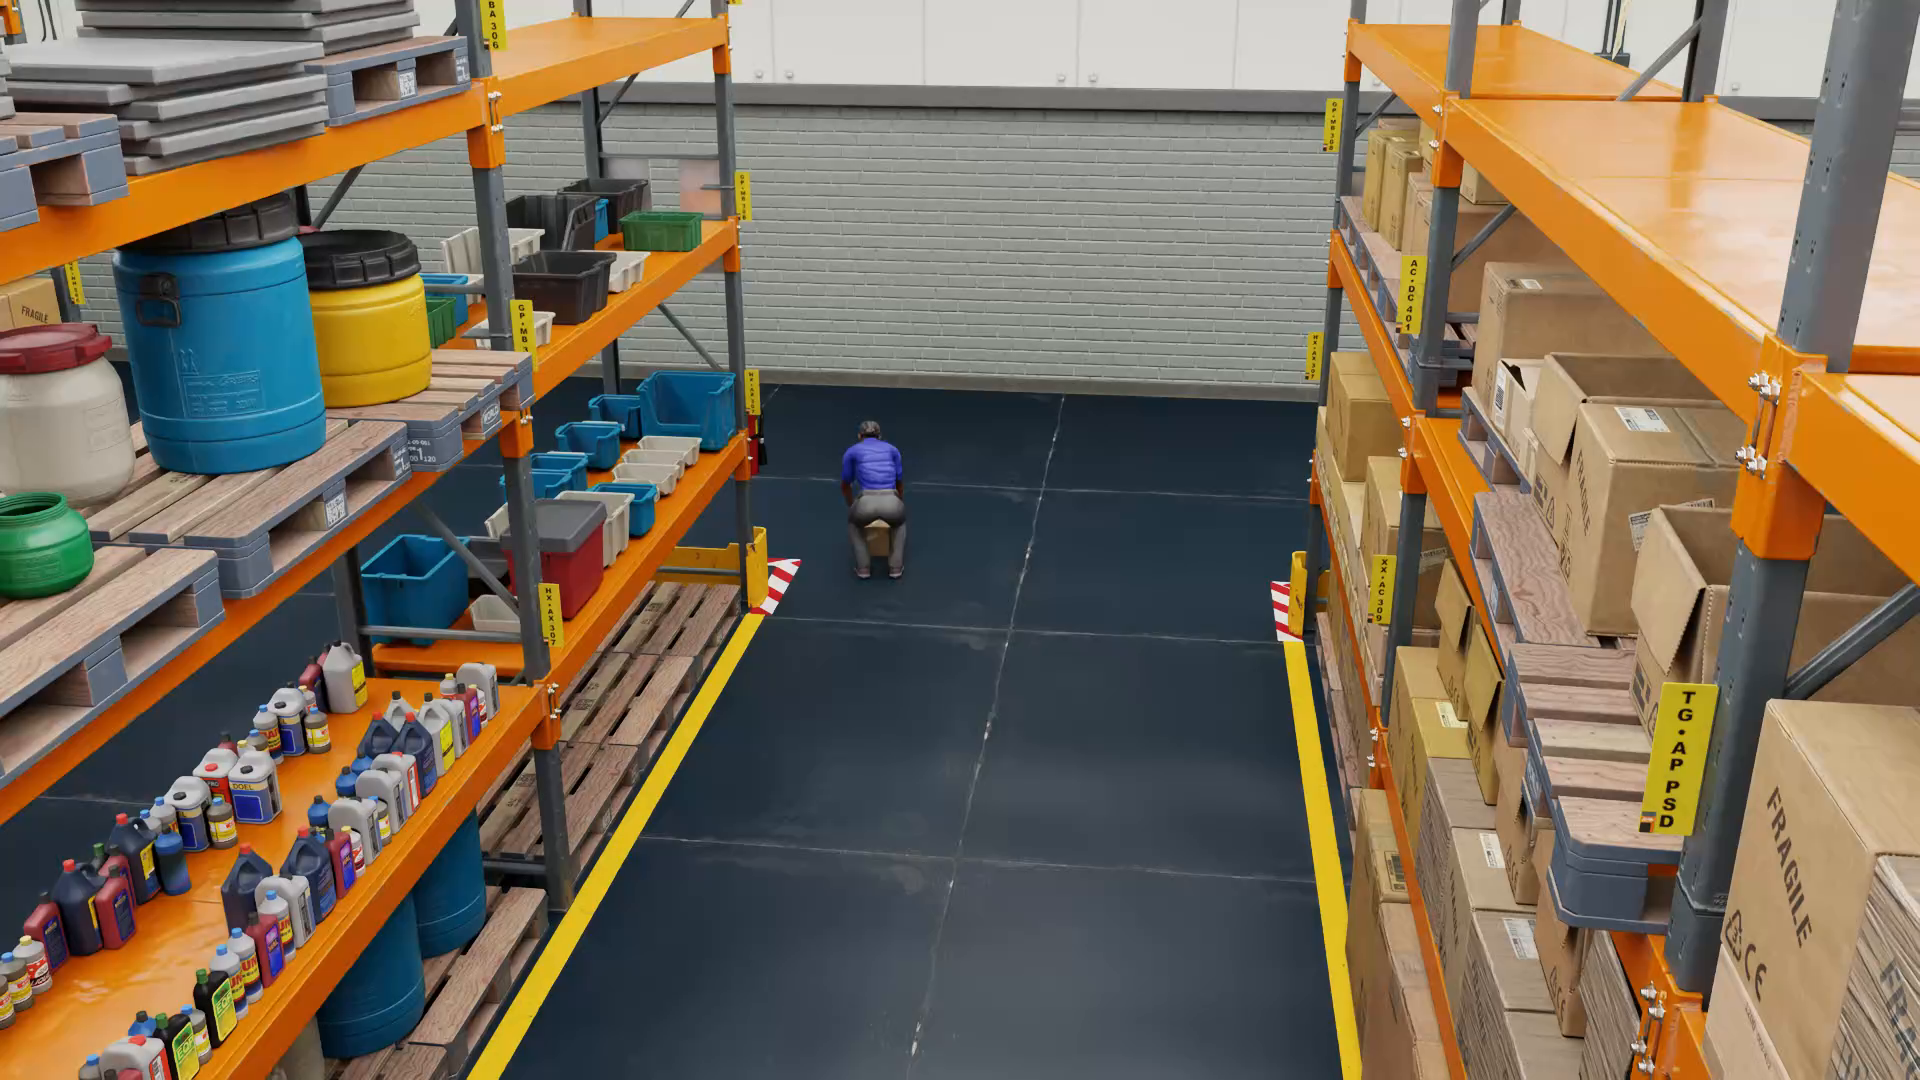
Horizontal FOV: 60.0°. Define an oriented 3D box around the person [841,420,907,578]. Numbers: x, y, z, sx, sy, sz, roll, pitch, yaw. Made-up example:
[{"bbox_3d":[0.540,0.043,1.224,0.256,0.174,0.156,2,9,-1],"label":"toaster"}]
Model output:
[{"bbox_3d":[-0.654,-0.290,12.603,0.498,1.106,0.749,-1,21,-3],"label":"person"}]
